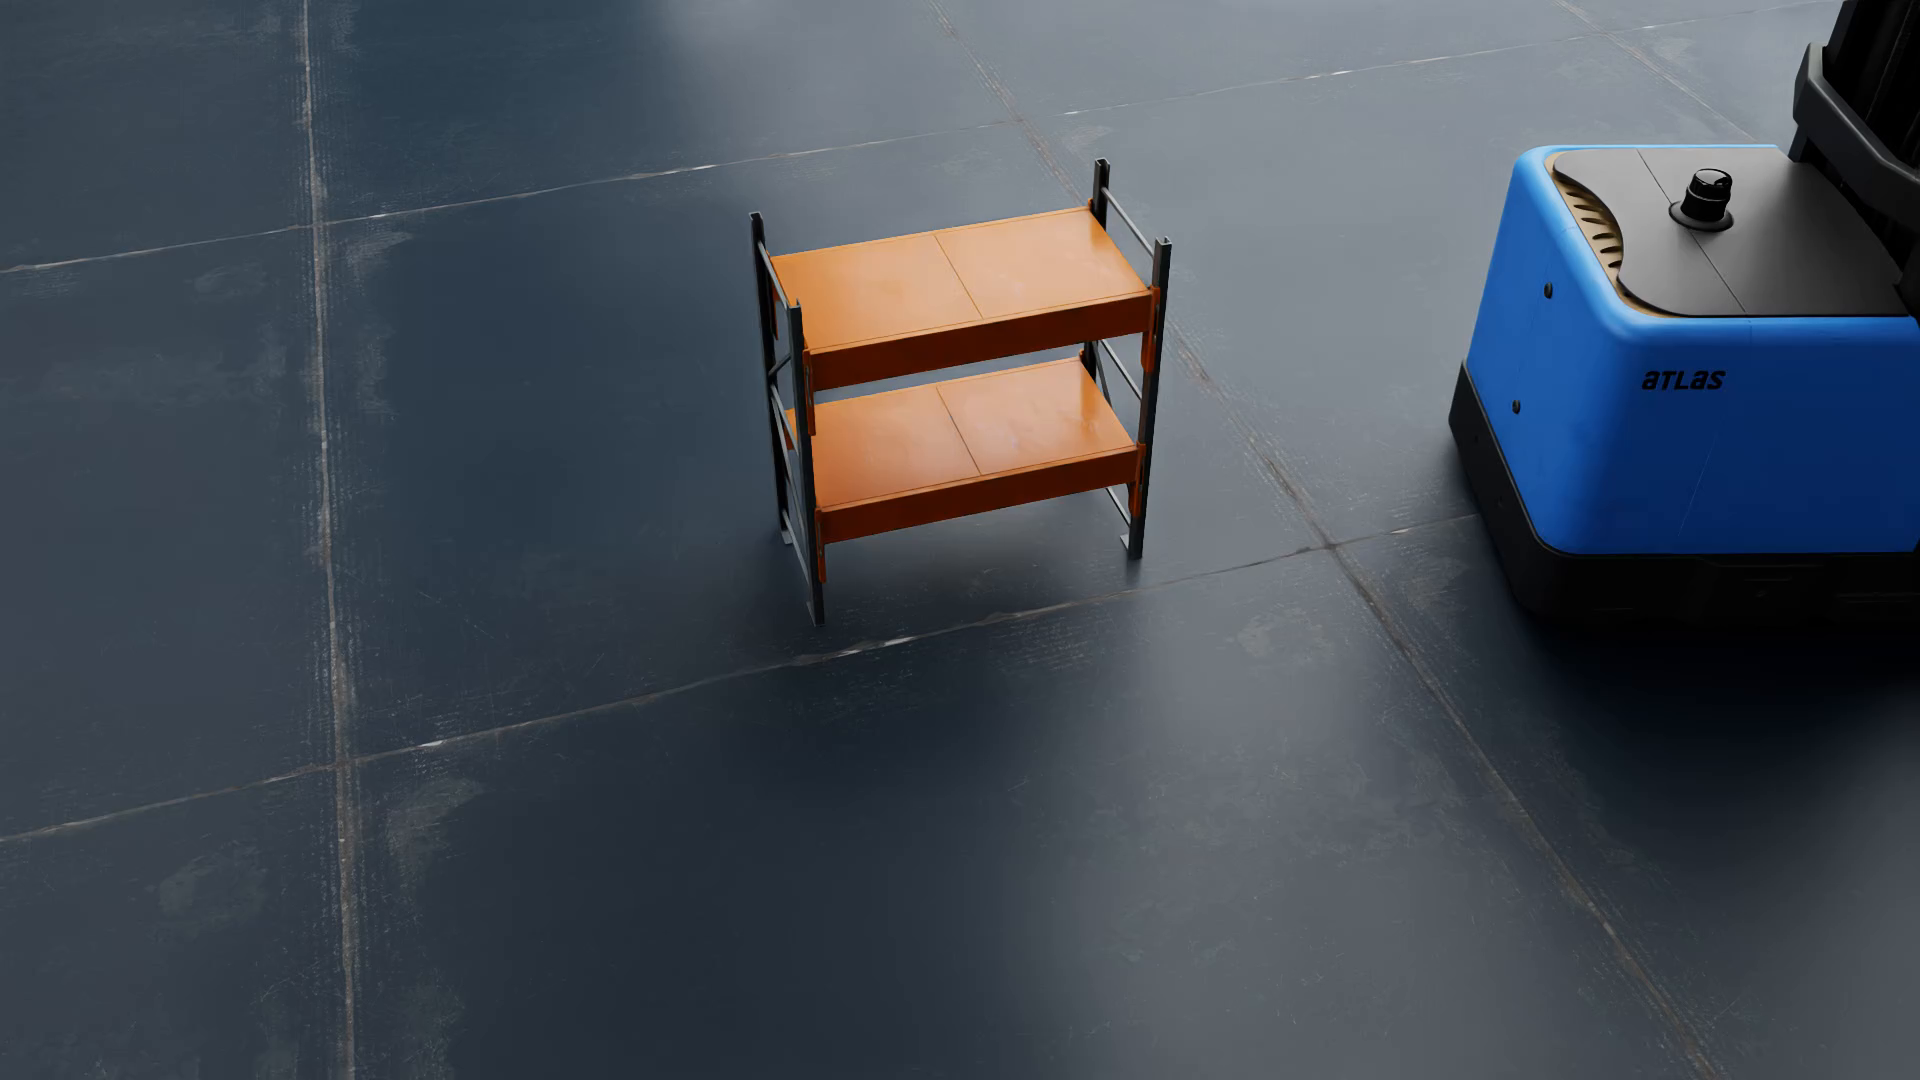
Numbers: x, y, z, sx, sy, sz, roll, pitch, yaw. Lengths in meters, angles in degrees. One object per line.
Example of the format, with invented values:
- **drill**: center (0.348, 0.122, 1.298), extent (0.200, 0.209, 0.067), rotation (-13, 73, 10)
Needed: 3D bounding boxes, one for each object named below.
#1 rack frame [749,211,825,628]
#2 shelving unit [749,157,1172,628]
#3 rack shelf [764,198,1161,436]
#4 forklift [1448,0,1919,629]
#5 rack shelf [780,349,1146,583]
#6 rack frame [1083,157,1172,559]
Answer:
- **rack frame**: center (-0.491, -0.322, 4.763), extent (0.032, 1.125, 0.500), rotation (-12, 42, -13)
- **shelving unit**: center (-0.006, -0.422, 4.878), extent (1.048, 1.125, 0.538), rotation (-12, 42, -13)
- **rack shelf**: center (-0.006, -0.643, 4.686), extent (1.000, 0.278, 0.538), rotation (-12, 42, -13)
- **forklift**: center (3.162, -1.175, 4.367), extent (3.031, 2.935, 1.130), rotation (-1, 41, -1)
- **rack shelf**: center (-0.006, -0.238, 5.039), extent (1.000, 0.278, 0.538), rotation (-12, 42, -13)
- **rack frame**: center (0.478, -0.523, 4.993), extent (0.032, 1.125, 0.500), rotation (-12, 42, -13)
